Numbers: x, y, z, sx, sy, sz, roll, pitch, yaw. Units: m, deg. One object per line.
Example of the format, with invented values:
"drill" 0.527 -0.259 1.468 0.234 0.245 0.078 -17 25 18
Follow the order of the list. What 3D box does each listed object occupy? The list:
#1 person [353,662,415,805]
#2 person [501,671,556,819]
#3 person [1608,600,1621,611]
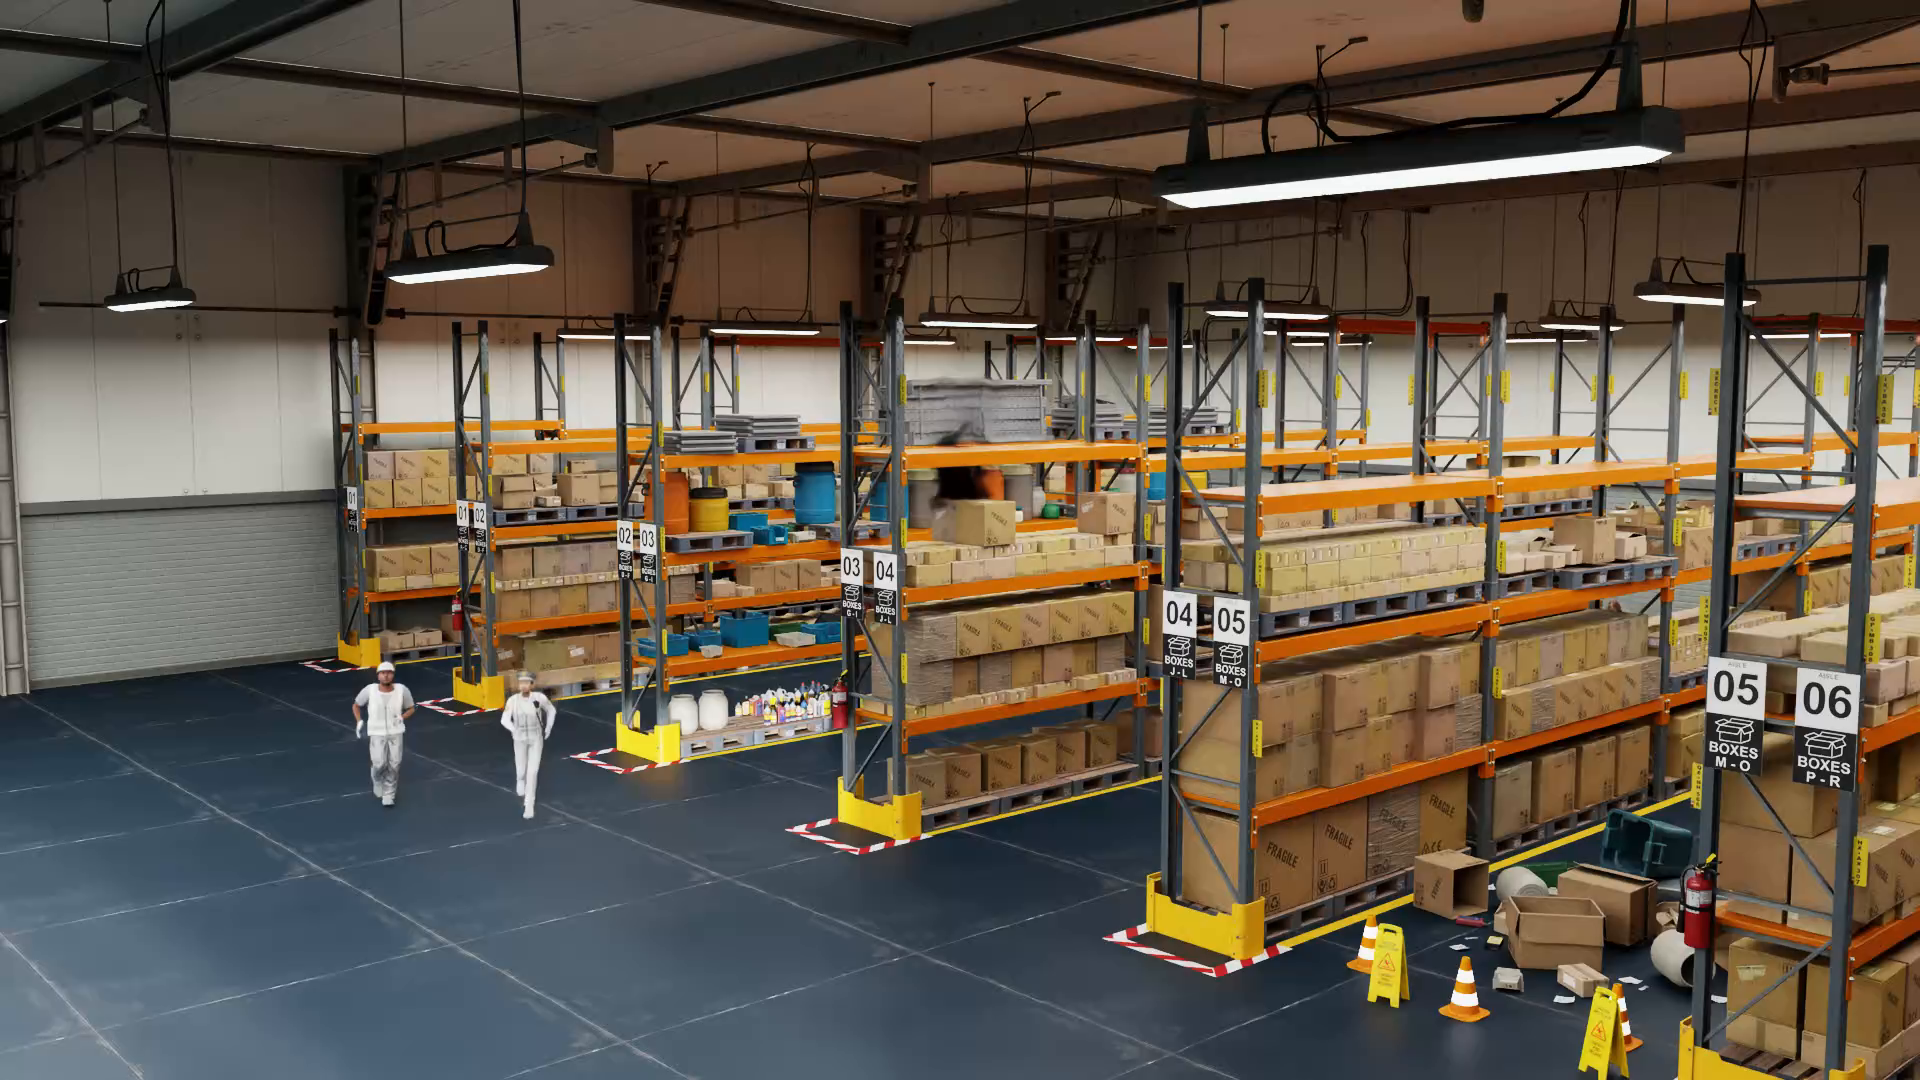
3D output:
"person" -6.875 2.333 19.926 0.692 1.746 0.595 -3 6 -25
"person" -5.131 2.383 19.808 0.624 1.699 0.883 -1 6 -9
"person" 10.641 1.751 26.960 0.575 1.561 0.647 5 7 39
